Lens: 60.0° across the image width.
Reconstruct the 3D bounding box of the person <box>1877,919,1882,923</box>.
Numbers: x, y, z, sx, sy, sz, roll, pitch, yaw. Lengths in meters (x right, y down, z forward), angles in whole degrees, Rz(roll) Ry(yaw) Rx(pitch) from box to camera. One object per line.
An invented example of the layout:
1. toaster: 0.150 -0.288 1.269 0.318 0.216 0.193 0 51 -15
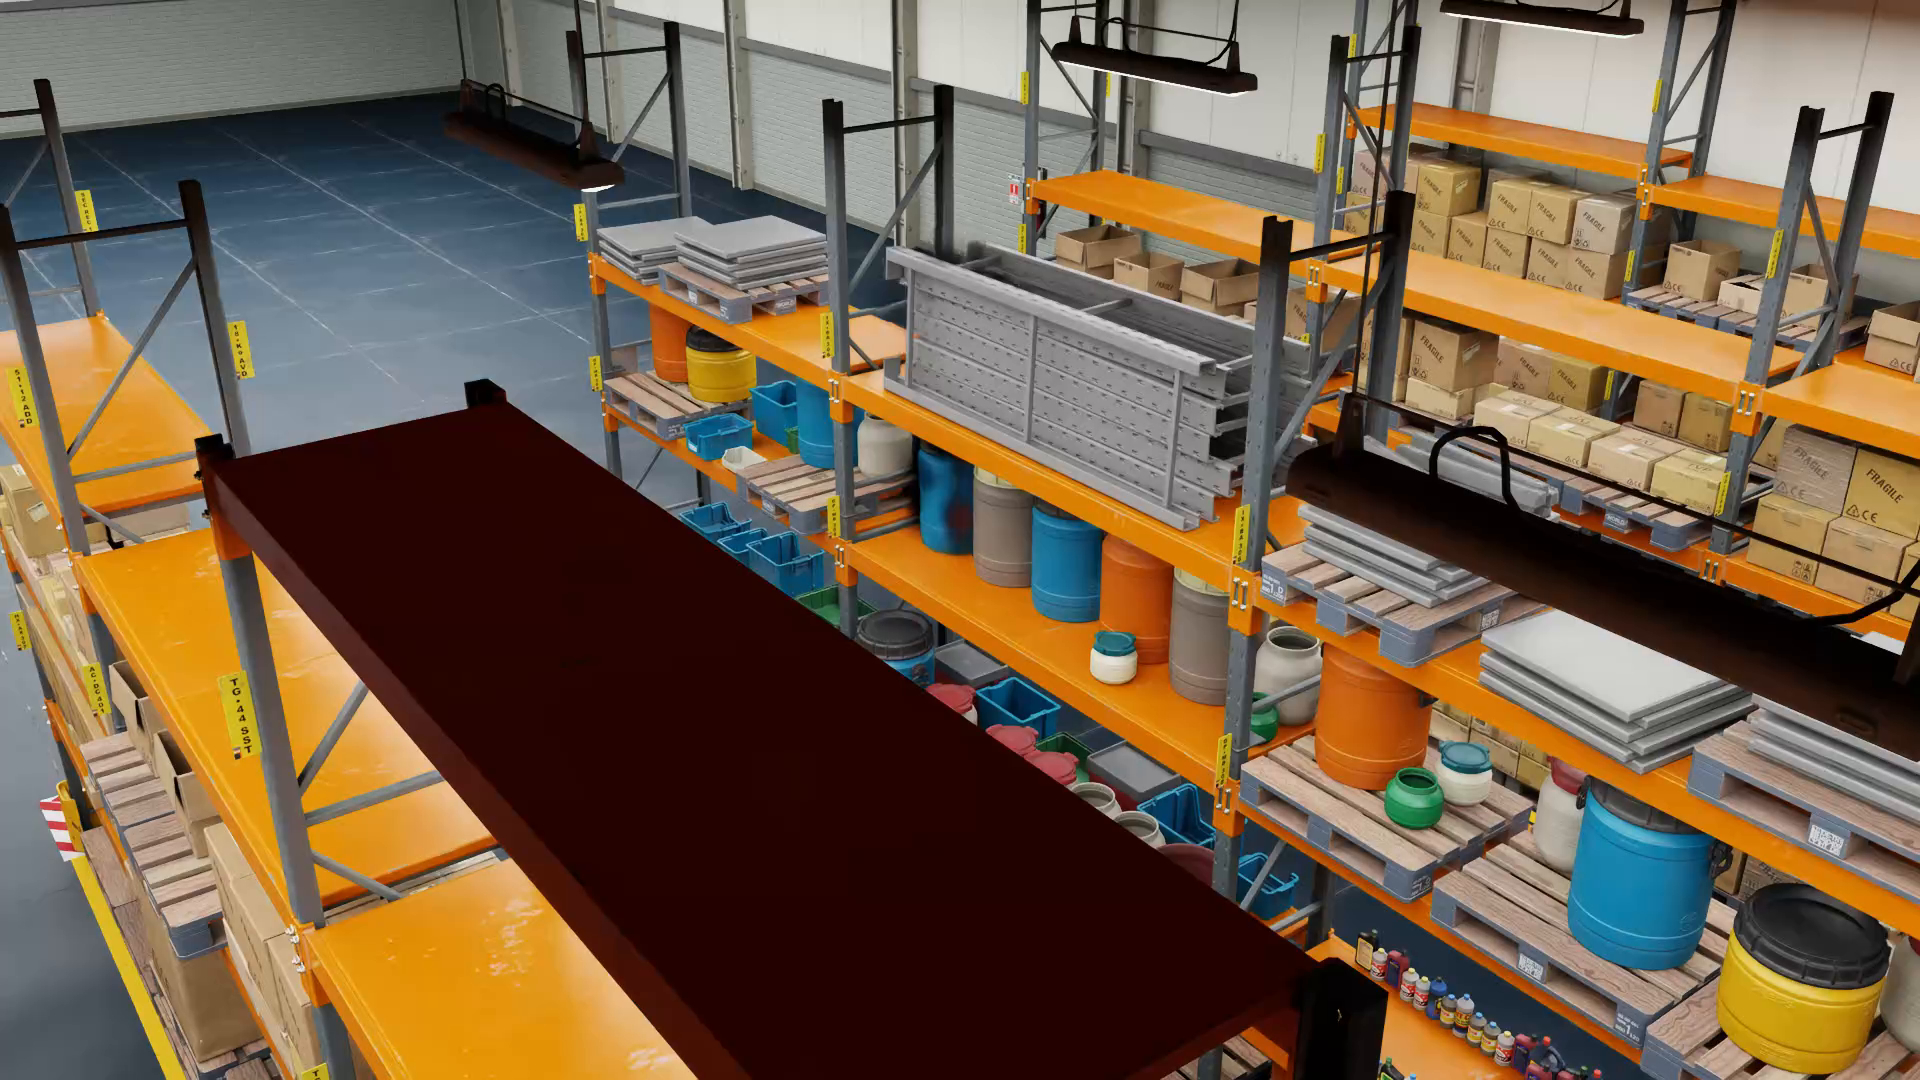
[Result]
1. person: 5.579 2.974 10.499 0.552 1.714 0.893 -20 31 -36
